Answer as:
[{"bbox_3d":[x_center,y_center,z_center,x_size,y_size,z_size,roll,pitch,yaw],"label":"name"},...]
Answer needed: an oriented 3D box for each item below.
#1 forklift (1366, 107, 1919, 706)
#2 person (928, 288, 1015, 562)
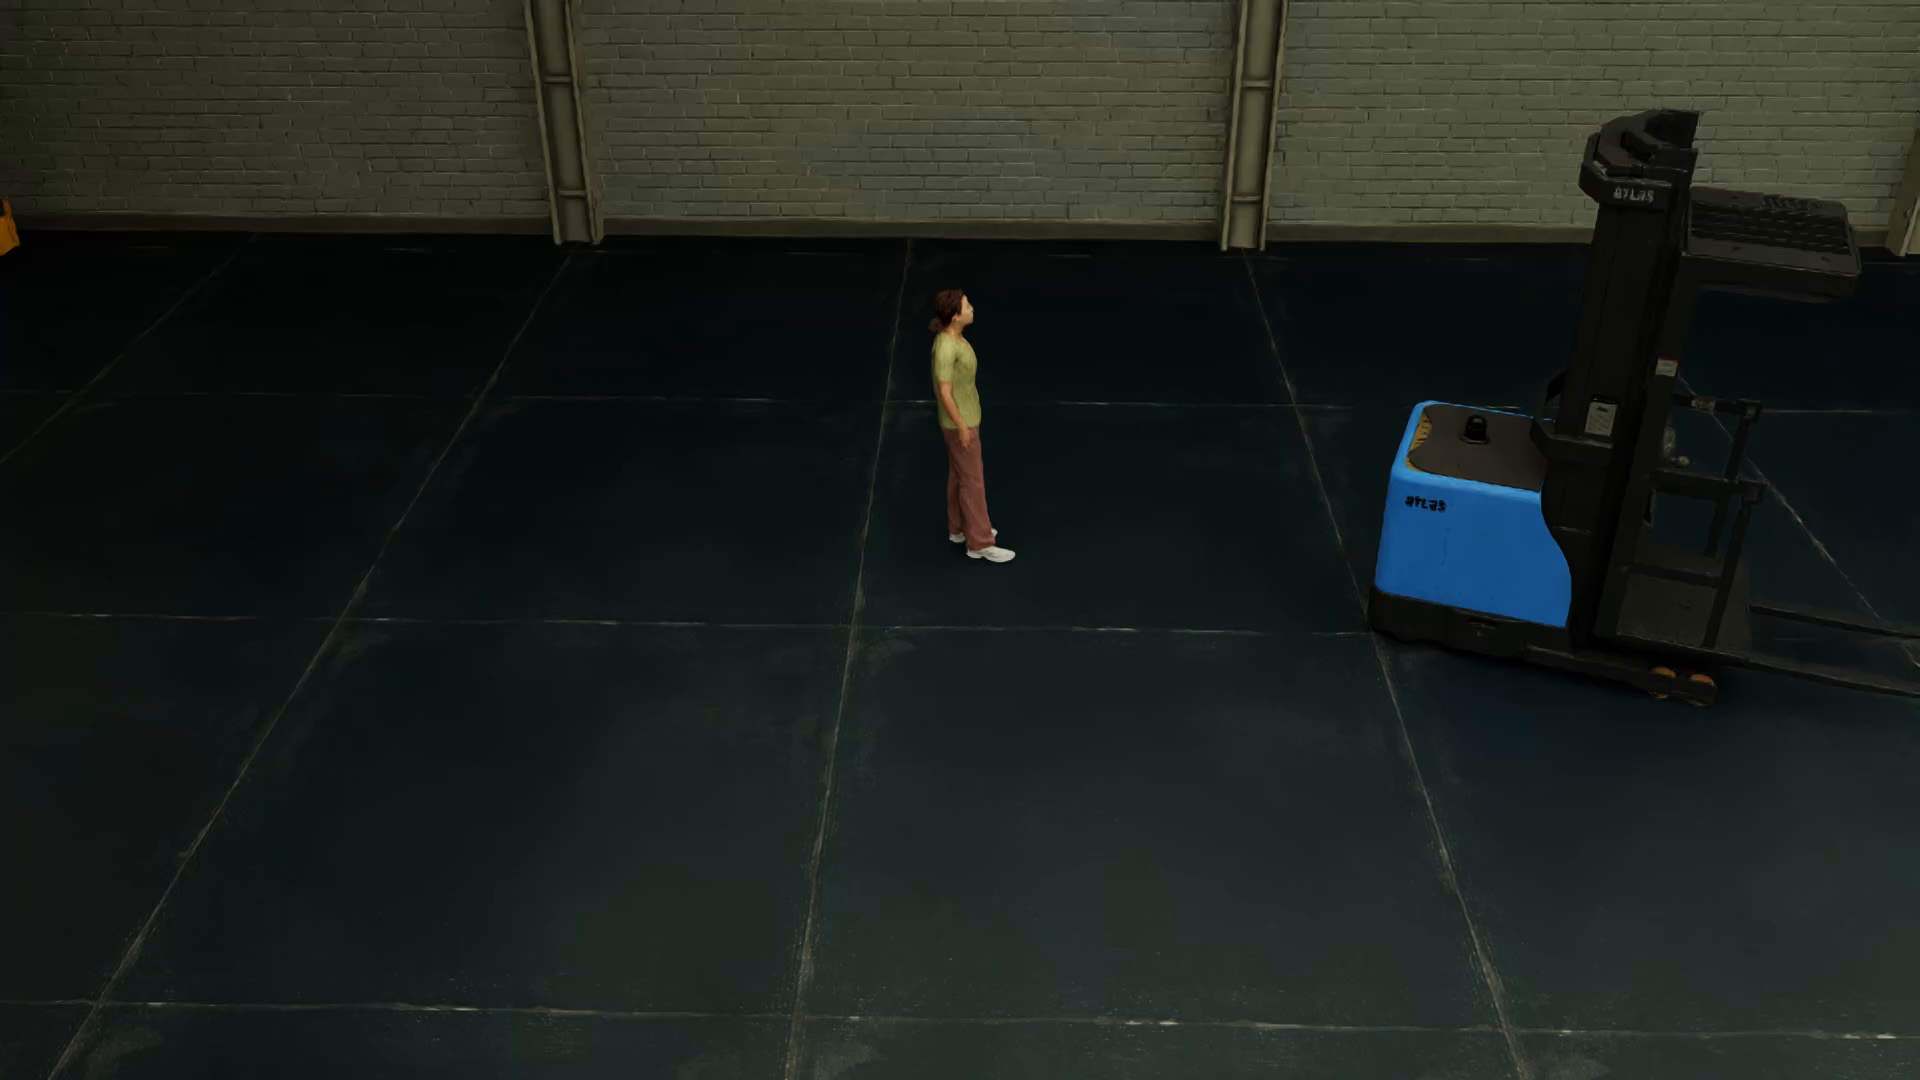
[{"bbox_3d":[3.911,-0.673,8.756,3.031,2.935,1.130,11,32,18],"label":"forklift"},{"bbox_3d":[0.074,-0.721,10.060,0.548,1.674,0.554,1,31,1],"label":"person"}]
